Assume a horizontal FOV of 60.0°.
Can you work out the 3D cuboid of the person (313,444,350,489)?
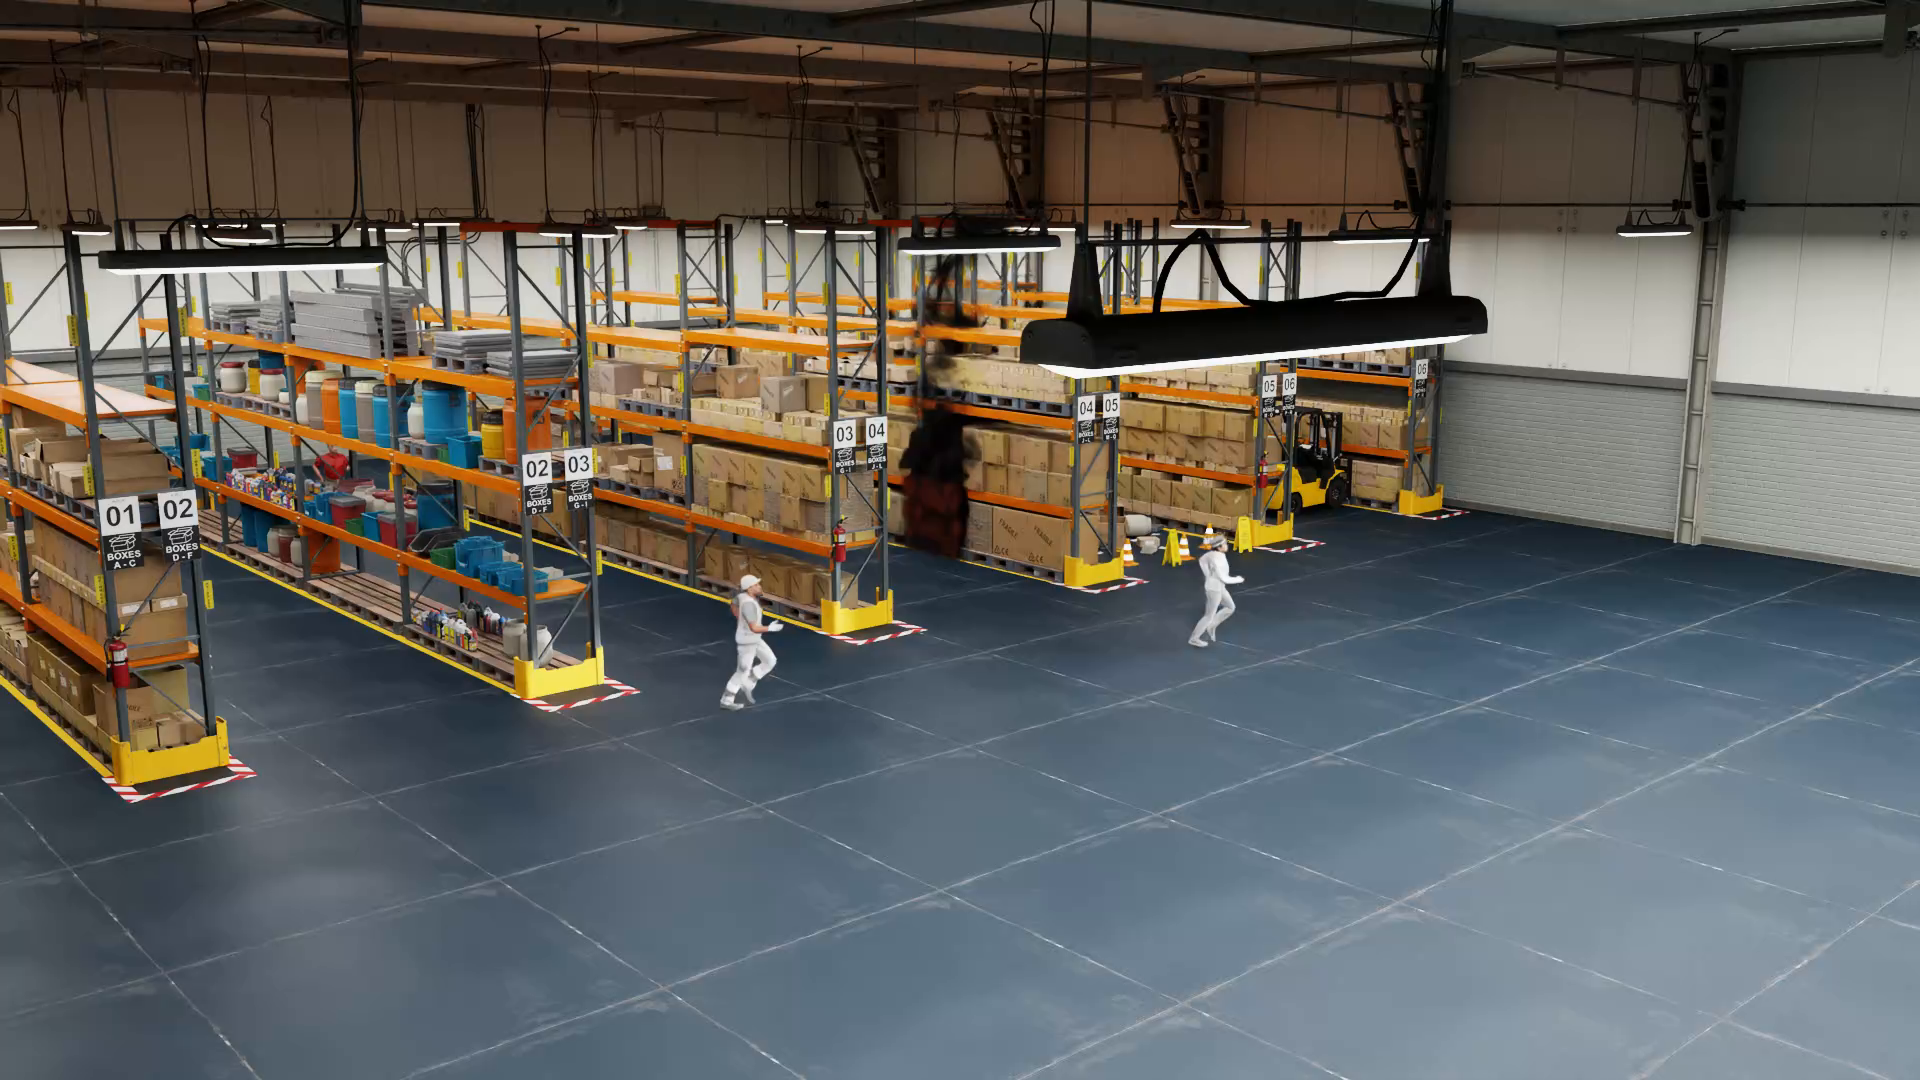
[{"bbox_3d":[-12.302,-1.084,32.771,0.989,1.715,0.663,10,15,40],"label":"person"}]

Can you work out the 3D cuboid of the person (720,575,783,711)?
[{"bbox_3d":[-2.640,1.272,21.043,0.821,1.733,0.682,-1,11,-3],"label":"person"}]

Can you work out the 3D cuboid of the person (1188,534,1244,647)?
[{"bbox_3d":[3.711,0.712,24.070,0.780,1.650,0.631,1,11,4],"label":"person"}]
